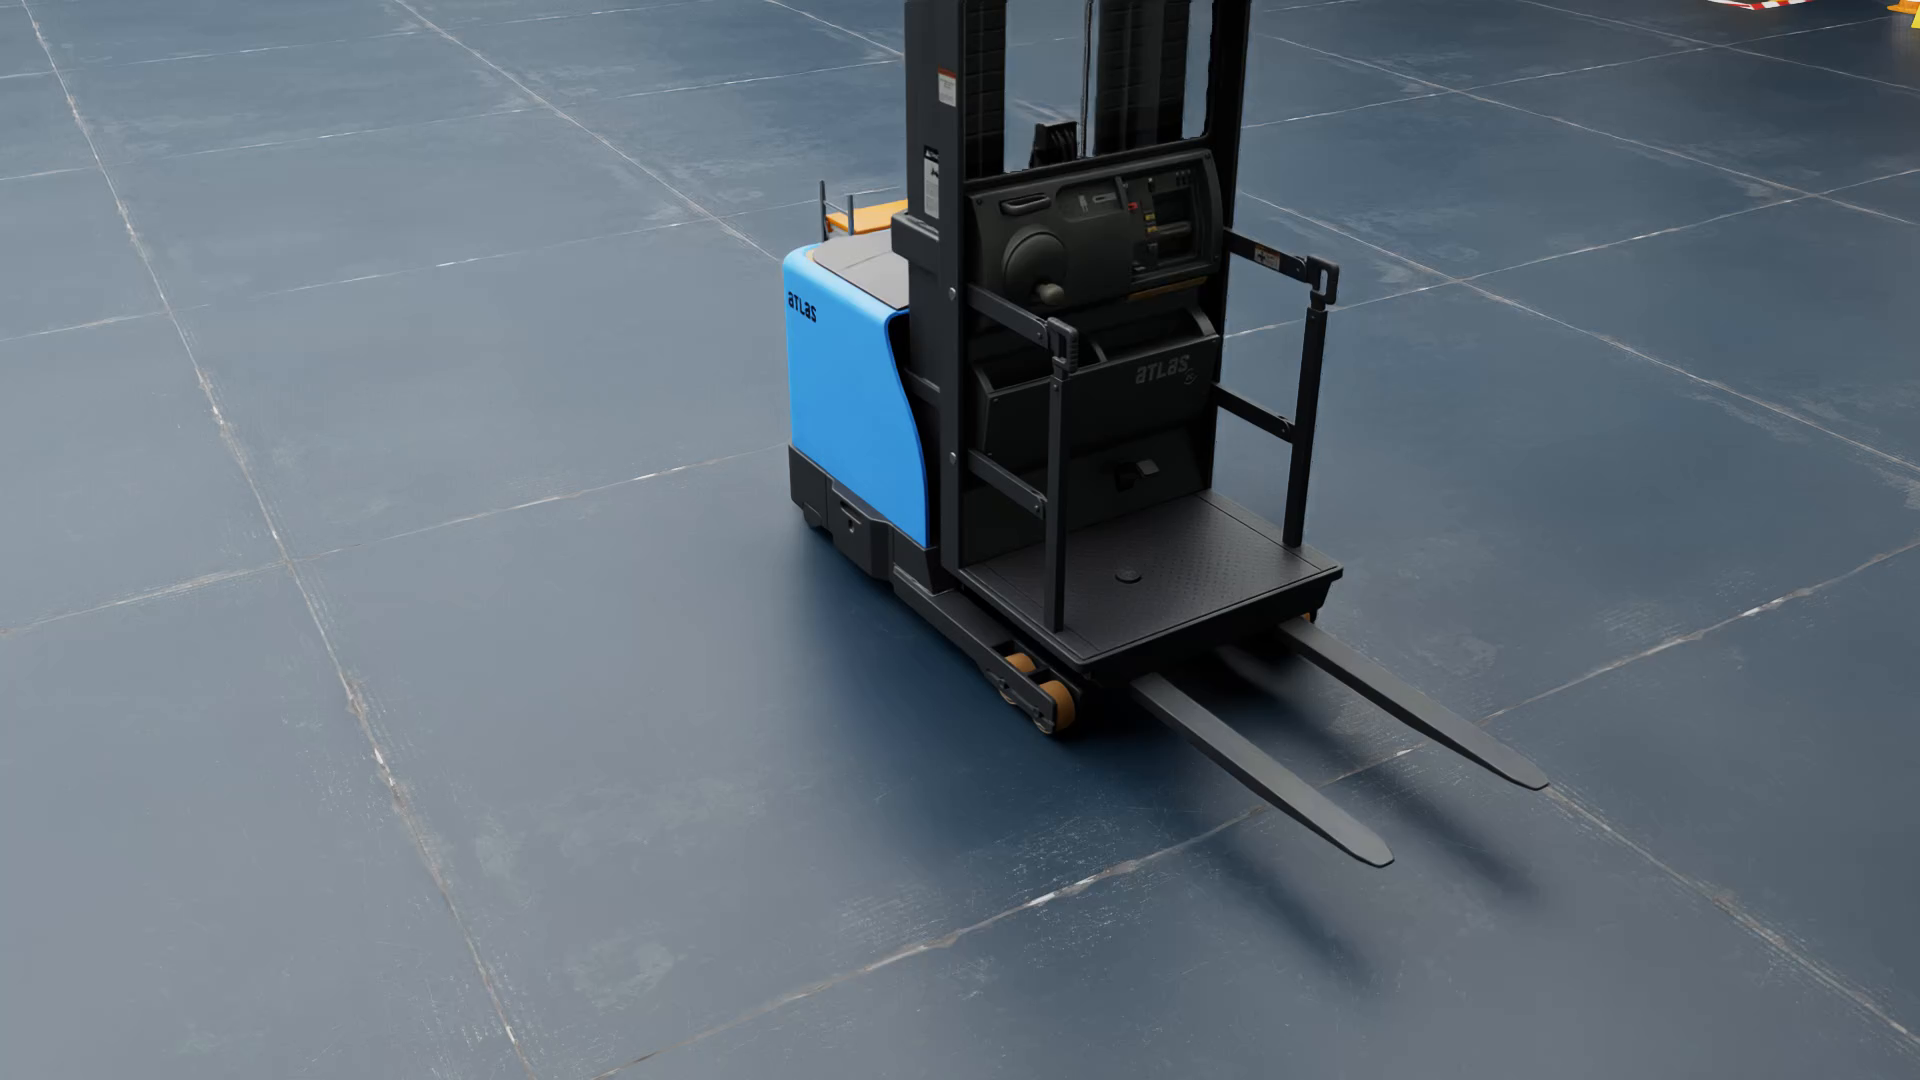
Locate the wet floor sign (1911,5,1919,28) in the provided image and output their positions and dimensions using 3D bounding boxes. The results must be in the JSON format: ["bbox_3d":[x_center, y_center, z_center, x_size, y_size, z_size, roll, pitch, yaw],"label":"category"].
[{"bbox_3d":[8.429,-4.717,14.250,0.232,0.644,0.267,-22,36,-35],"label":"wet floor sign"}]

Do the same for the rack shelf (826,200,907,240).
[{"bbox_3d":[-0.266,-1.220,6.525,0.480,0.148,0.258,-17,33,-28],"label":"rack shelf"}]

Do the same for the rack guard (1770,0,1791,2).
[{"bbox_3d":[7.430,-5.480,15.782,0.348,0.500,1.175,-16,33,-26],"label":"rack guard"}]

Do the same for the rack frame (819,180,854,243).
[{"bbox_3d":[-0.470,-0.811,6.597,0.015,1.200,0.240,-17,33,-28],"label":"rack frame"}]

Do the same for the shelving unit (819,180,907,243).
[{"bbox_3d":[-0.265,-0.875,6.713,0.503,1.200,0.258,-17,33,-28],"label":"shelving unit"}]

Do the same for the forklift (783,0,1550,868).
[{"bbox_3d":[0.558,-0.932,5.026,1.130,2.935,3.031,-17,33,-28],"label":"forklift"}]

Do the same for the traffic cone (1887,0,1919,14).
[{"bbox_3d":[8.628,-5.008,14.965,0.334,0.463,0.336,-16,33,-26],"label":"traffic cone"}]
